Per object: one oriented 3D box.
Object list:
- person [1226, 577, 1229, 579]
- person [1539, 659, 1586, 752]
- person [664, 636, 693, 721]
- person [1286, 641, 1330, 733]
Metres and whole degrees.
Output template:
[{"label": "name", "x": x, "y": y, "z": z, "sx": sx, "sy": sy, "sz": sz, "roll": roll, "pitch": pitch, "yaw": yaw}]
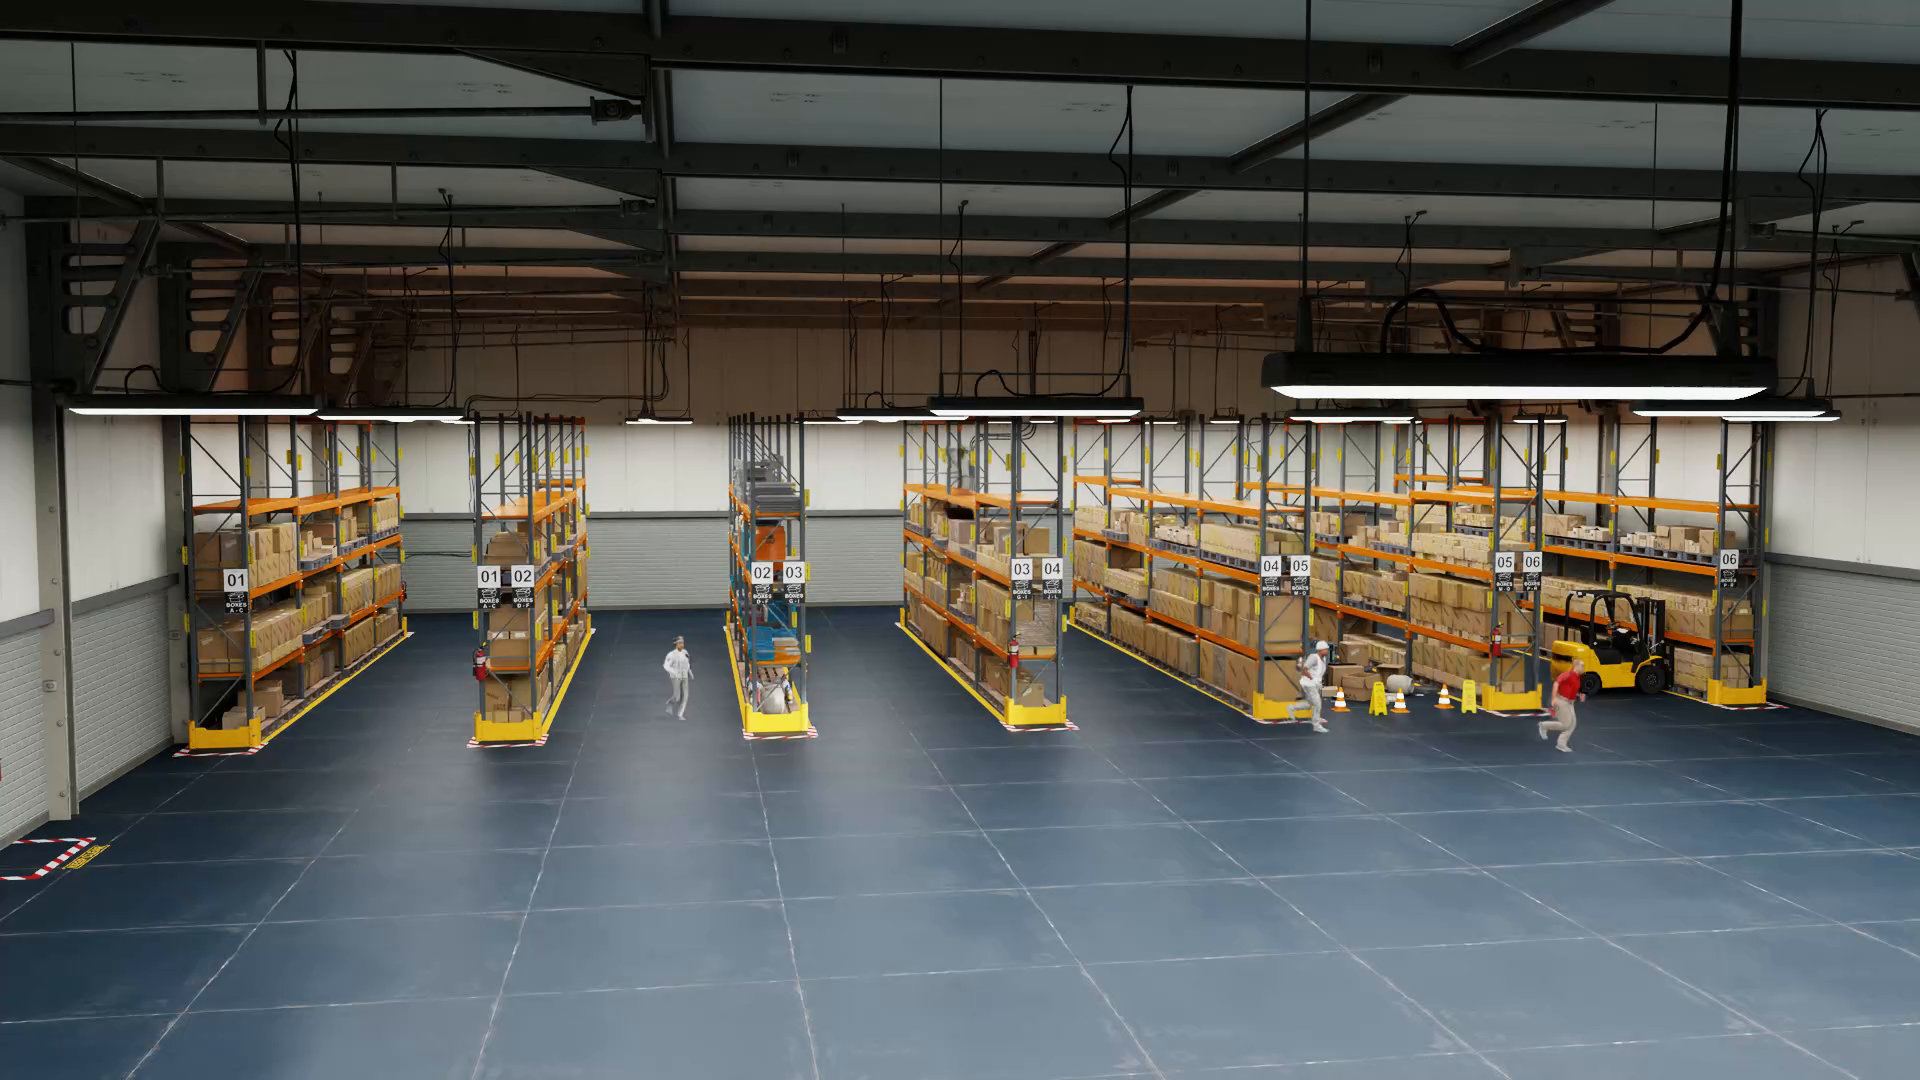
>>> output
[{"label": "person", "x": 6.965, "y": 1.869, "z": 43.495, "sx": 0.671, "sy": 1.783, "sz": 0.884, "roll": -1, "pitch": 4, "yaw": -11}, {"label": "person", "x": 10.662, "y": 2.918, "z": 29.443, "sx": 0.774, "sy": 1.667, "sz": 0.658, "roll": 3, "pitch": 5, "yaw": 37}, {"label": "person", "x": -5.491, "y": 2.691, "z": 32.446, "sx": 0.609, "sy": 1.648, "sz": 0.611, "roll": -3, "pitch": 5, "yaw": -40}, {"label": "person", "x": 6.536, "y": 2.744, "z": 31.320, "sx": 0.890, "sy": 1.726, "sz": 0.654, "roll": 3, "pitch": 5, "yaw": 37}]
